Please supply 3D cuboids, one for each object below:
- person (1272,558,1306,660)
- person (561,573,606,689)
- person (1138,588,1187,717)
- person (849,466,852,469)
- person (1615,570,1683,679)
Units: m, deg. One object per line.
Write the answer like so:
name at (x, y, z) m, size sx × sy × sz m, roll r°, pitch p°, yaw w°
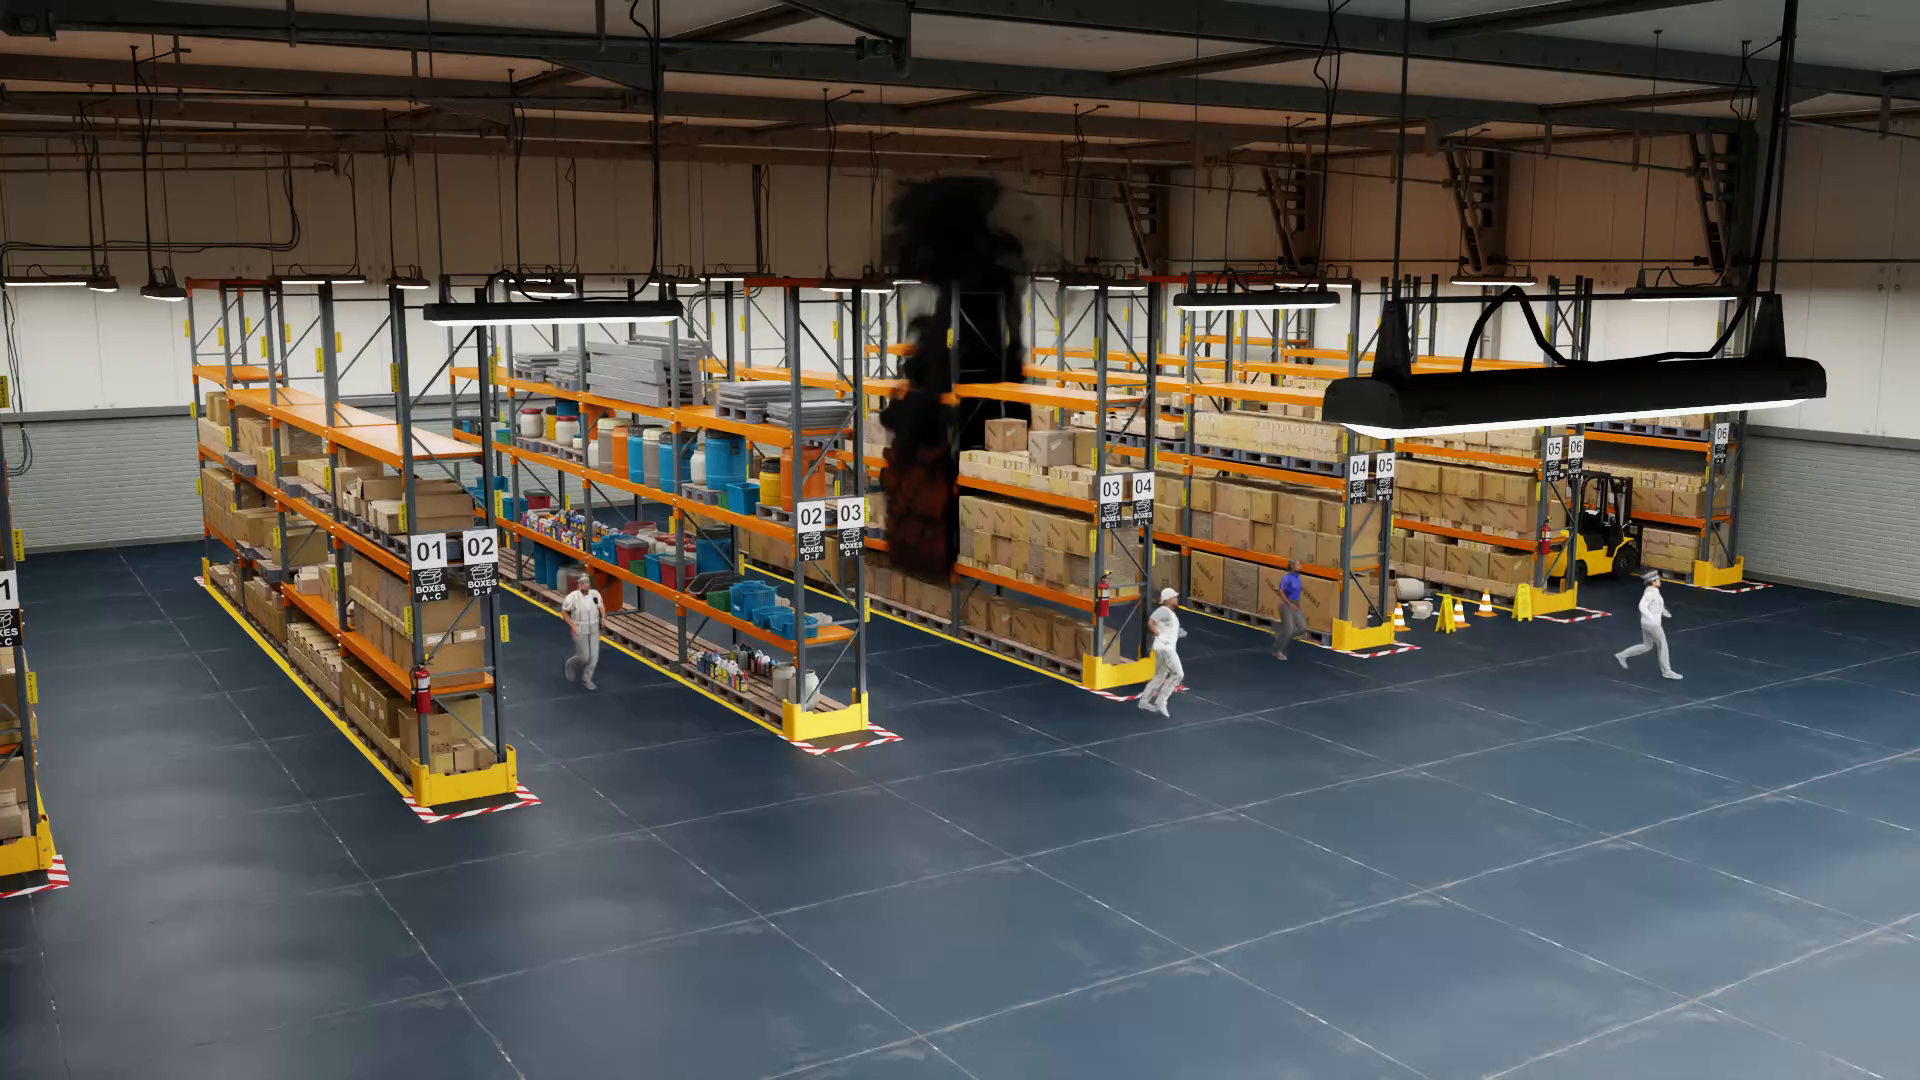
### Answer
person at (5.359, 1.103, 26.752) m, size 0.476 × 1.589 × 0.632 m, roll 8°, pitch 13°, yaw 40°
person at (-5.592, 1.338, 24.856) m, size 0.653 × 1.758 × 0.647 m, roll -7°, pitch 12°, yaw -35°
person at (2.865, 1.569, 23.516) m, size 0.661 × 1.776 × 0.736 m, roll 1°, pitch 10°, yaw 6°
person at (-2.645, -0.940, 38.861) m, size 0.550 × 1.590 × 0.779 m, roll -7°, pitch 12°, yaw -34°
person at (10.547, 1.275, 25.345) m, size 0.974 × 1.657 × 0.645 m, roll 2°, pitch 10°, yaw 14°
